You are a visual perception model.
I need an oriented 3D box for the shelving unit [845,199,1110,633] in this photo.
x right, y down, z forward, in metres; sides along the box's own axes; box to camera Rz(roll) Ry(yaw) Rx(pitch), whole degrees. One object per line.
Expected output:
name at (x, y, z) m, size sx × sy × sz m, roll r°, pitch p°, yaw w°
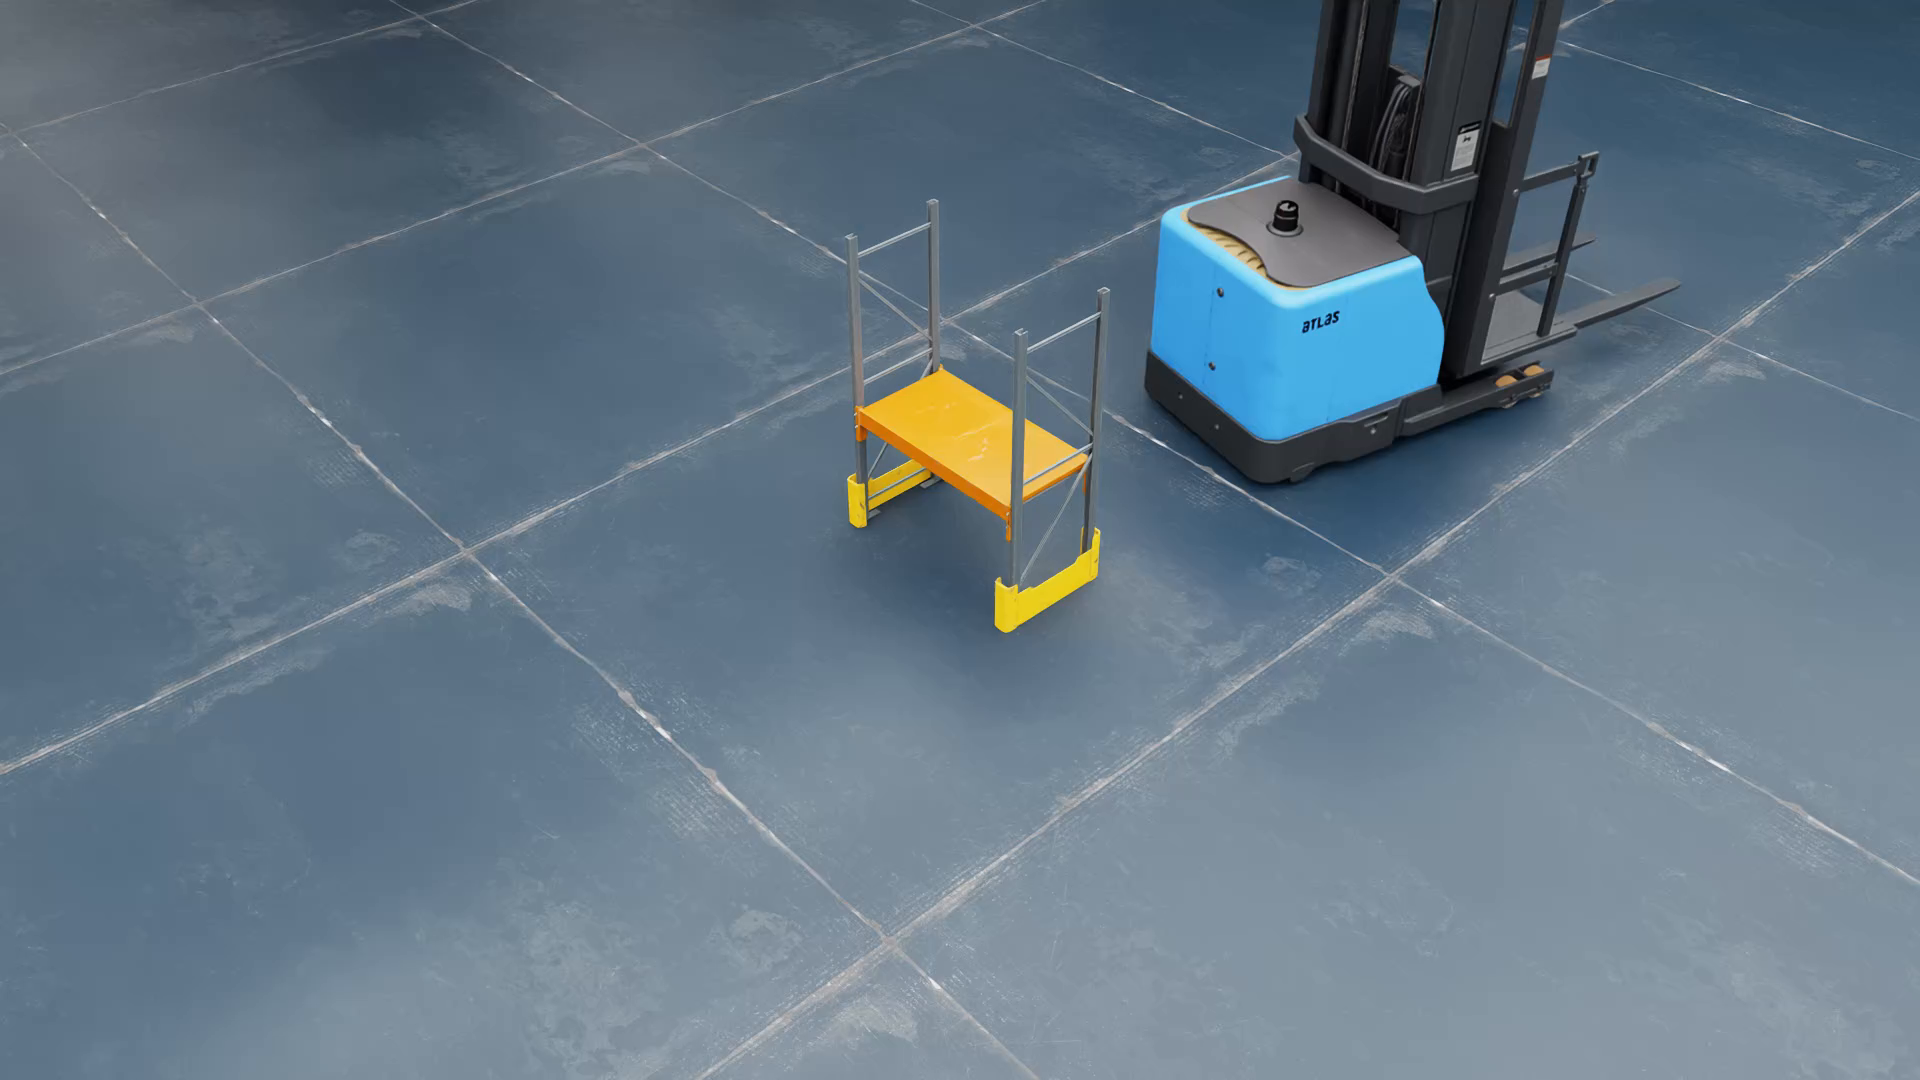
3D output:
shelving unit at (0.052, -0.548, 7.235) m, size 0.587 × 1.500 × 1.083 m, roll -30°, pitch 48°, yaw -32°

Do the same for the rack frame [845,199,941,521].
rack frame at (-0.286, -0.779, 7.521) m, size 0.500 × 1.500 × 0.032 m, roll -30°, pitch 48°, yaw -32°

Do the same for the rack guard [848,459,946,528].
rack guard at (-0.285, -0.292, 7.913) m, size 0.587 × 0.250 × 0.087 m, roll -30°, pitch 48°, yaw -32°

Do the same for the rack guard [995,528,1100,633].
rack guard at (0.388, 0.169, 7.342) m, size 0.587 × 0.250 × 0.087 m, roll -30°, pitch 48°, yaw -32°

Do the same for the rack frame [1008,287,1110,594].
rack frame at (0.402, -0.309, 6.939) m, size 0.500 × 1.500 × 0.032 m, roll -30°, pitch 48°, yaw -32°

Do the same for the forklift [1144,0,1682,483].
forklift at (2.492, -2.090, 8.005) m, size 3.031 × 2.935 × 1.130 m, roll -20°, pitch 43°, yaw -23°

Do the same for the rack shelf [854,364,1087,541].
rack shelf at (0.058, -0.404, 7.343) m, size 0.538 × 0.185 × 1.000 m, roll -30°, pitch 48°, yaw -32°
